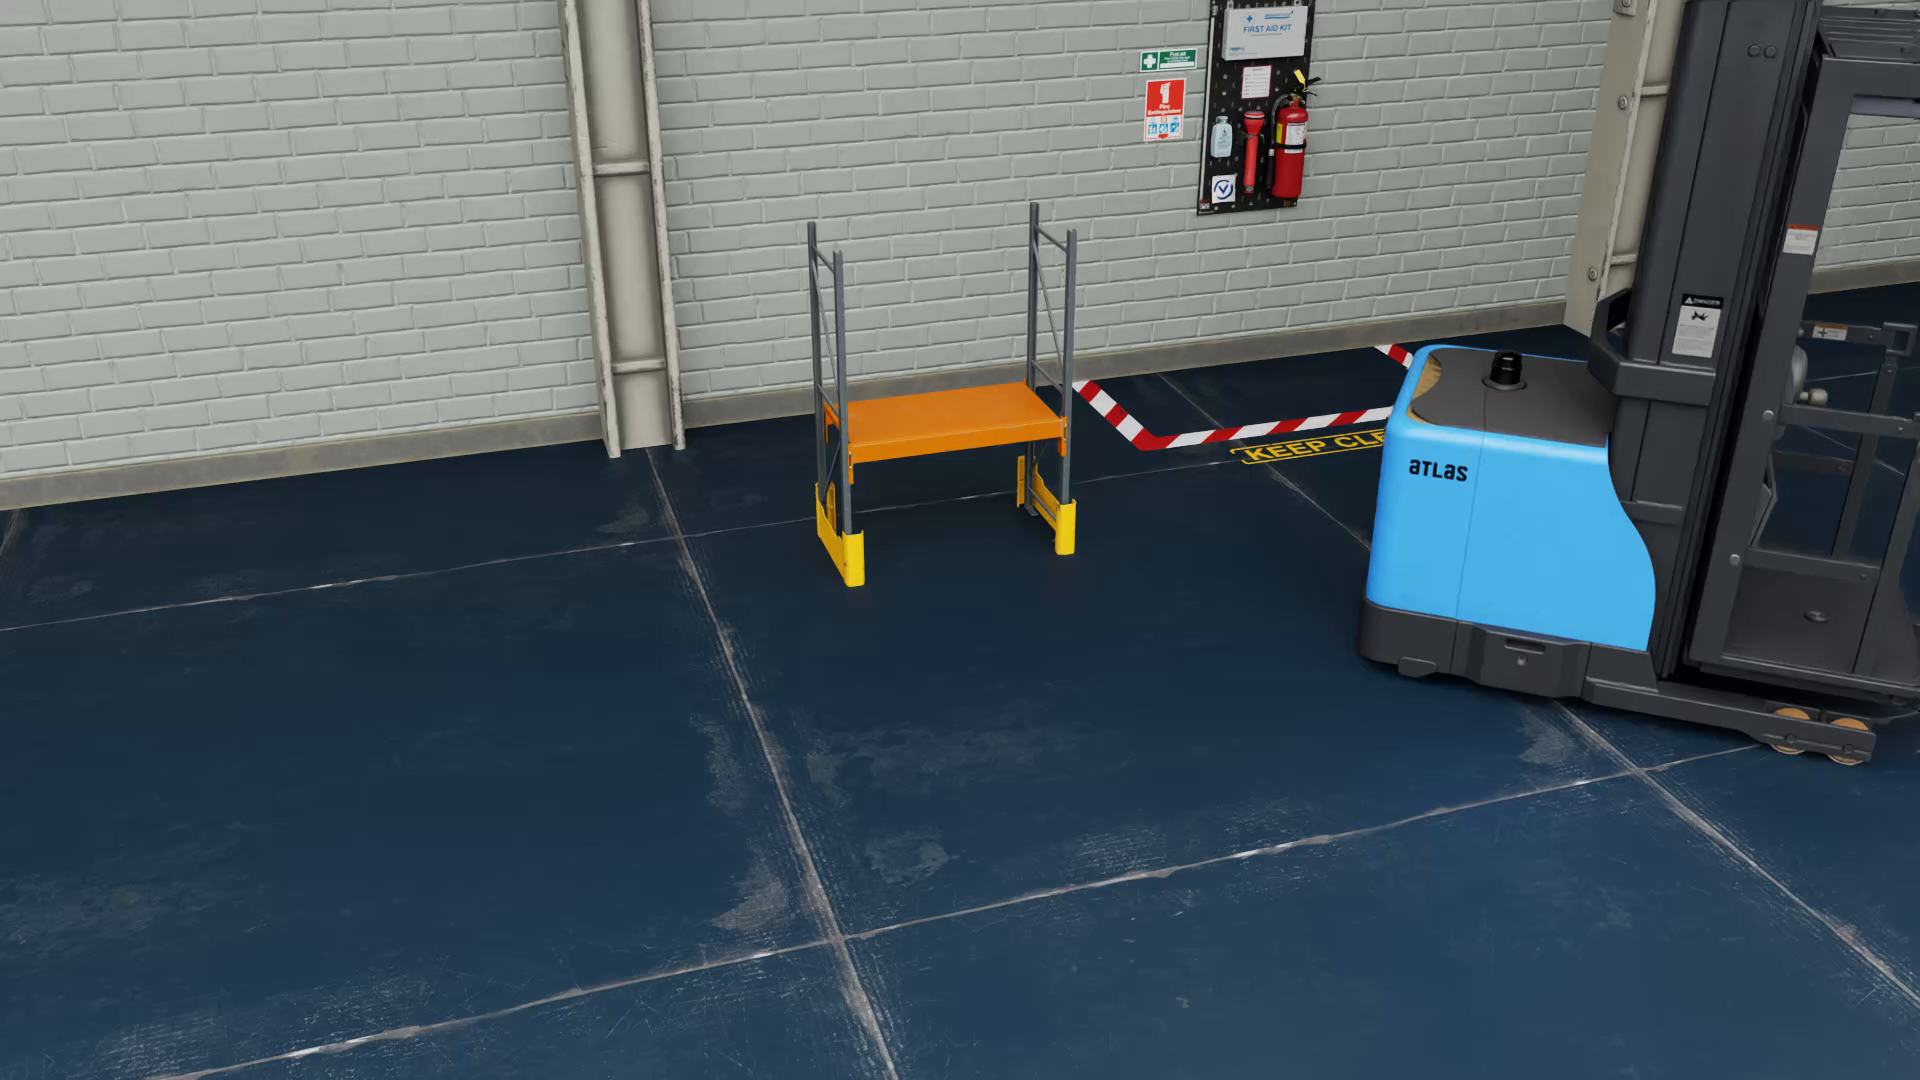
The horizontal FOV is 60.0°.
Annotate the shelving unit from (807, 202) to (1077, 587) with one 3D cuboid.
[{"bbox_3d":[-0.072,-0.661,7.395,1.083,1.500,0.587,-8,28,-16],"label":"shelving unit"}]

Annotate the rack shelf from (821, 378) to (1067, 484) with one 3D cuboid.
[{"bbox_3d":[-0.081,-0.499,7.473,1.000,0.185,0.538,-8,28,-16],"label":"rack shelf"}]

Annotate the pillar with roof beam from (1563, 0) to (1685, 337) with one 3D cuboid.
[{"bbox_3d":[5.367,-3.553,4.787,0.400,9.000,9.100,-8,28,-16],"label":"pillar with roof beam"}]

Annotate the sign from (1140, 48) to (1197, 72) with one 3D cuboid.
[{"bbox_3d":[1.122,-2.580,8.937,0.331,0.109,0.001,-8,28,-16],"label":"sign"}]

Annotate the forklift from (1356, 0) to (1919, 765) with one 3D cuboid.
[{"bbox_3d":[3.168,-0.757,5.979,3.031,2.935,1.130,10,28,19],"label":"forklift"}]

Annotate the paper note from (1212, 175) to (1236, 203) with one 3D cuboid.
[{"bbox_3d":[1.483,-1.972,9.340,0.142,0.148,0.016,-8,28,-16],"label":"paper note"}]

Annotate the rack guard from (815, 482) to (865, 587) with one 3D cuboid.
[{"bbox_3d":[-0.546,-0.033,7.535,0.087,0.250,0.587,-8,28,-16],"label":"rack guard"}]

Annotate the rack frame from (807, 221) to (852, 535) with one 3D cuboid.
[{"bbox_3d":[-0.564,-0.590,7.252,0.032,1.500,0.500,-8,28,-16],"label":"rack frame"}]

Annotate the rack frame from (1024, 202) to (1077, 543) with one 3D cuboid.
[{"bbox_3d":[0.402,-0.730,7.534,0.032,1.500,0.500,-8,28,-16],"label":"rack frame"}]

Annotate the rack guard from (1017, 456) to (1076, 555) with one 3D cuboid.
[{"bbox_3d":[0.401,-0.170,7.811,0.087,0.250,0.587,-8,28,-16],"label":"rack guard"}]

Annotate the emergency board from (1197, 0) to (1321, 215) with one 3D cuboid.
[{"bbox_3d":[1.672,-2.362,9.134,0.643,1.169,0.194,-8,28,-16],"label":"emergency board"}]

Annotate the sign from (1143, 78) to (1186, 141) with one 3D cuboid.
[{"bbox_3d":[1.115,-2.345,9.061,0.234,0.329,0.001,-8,28,-16],"label":"sign"}]

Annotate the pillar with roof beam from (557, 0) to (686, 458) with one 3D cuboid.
[{"bbox_3d":[-0.338,-2.727,3.123,0.400,9.000,9.100,-8,28,-16],"label":"pillar with roof beam"}]
